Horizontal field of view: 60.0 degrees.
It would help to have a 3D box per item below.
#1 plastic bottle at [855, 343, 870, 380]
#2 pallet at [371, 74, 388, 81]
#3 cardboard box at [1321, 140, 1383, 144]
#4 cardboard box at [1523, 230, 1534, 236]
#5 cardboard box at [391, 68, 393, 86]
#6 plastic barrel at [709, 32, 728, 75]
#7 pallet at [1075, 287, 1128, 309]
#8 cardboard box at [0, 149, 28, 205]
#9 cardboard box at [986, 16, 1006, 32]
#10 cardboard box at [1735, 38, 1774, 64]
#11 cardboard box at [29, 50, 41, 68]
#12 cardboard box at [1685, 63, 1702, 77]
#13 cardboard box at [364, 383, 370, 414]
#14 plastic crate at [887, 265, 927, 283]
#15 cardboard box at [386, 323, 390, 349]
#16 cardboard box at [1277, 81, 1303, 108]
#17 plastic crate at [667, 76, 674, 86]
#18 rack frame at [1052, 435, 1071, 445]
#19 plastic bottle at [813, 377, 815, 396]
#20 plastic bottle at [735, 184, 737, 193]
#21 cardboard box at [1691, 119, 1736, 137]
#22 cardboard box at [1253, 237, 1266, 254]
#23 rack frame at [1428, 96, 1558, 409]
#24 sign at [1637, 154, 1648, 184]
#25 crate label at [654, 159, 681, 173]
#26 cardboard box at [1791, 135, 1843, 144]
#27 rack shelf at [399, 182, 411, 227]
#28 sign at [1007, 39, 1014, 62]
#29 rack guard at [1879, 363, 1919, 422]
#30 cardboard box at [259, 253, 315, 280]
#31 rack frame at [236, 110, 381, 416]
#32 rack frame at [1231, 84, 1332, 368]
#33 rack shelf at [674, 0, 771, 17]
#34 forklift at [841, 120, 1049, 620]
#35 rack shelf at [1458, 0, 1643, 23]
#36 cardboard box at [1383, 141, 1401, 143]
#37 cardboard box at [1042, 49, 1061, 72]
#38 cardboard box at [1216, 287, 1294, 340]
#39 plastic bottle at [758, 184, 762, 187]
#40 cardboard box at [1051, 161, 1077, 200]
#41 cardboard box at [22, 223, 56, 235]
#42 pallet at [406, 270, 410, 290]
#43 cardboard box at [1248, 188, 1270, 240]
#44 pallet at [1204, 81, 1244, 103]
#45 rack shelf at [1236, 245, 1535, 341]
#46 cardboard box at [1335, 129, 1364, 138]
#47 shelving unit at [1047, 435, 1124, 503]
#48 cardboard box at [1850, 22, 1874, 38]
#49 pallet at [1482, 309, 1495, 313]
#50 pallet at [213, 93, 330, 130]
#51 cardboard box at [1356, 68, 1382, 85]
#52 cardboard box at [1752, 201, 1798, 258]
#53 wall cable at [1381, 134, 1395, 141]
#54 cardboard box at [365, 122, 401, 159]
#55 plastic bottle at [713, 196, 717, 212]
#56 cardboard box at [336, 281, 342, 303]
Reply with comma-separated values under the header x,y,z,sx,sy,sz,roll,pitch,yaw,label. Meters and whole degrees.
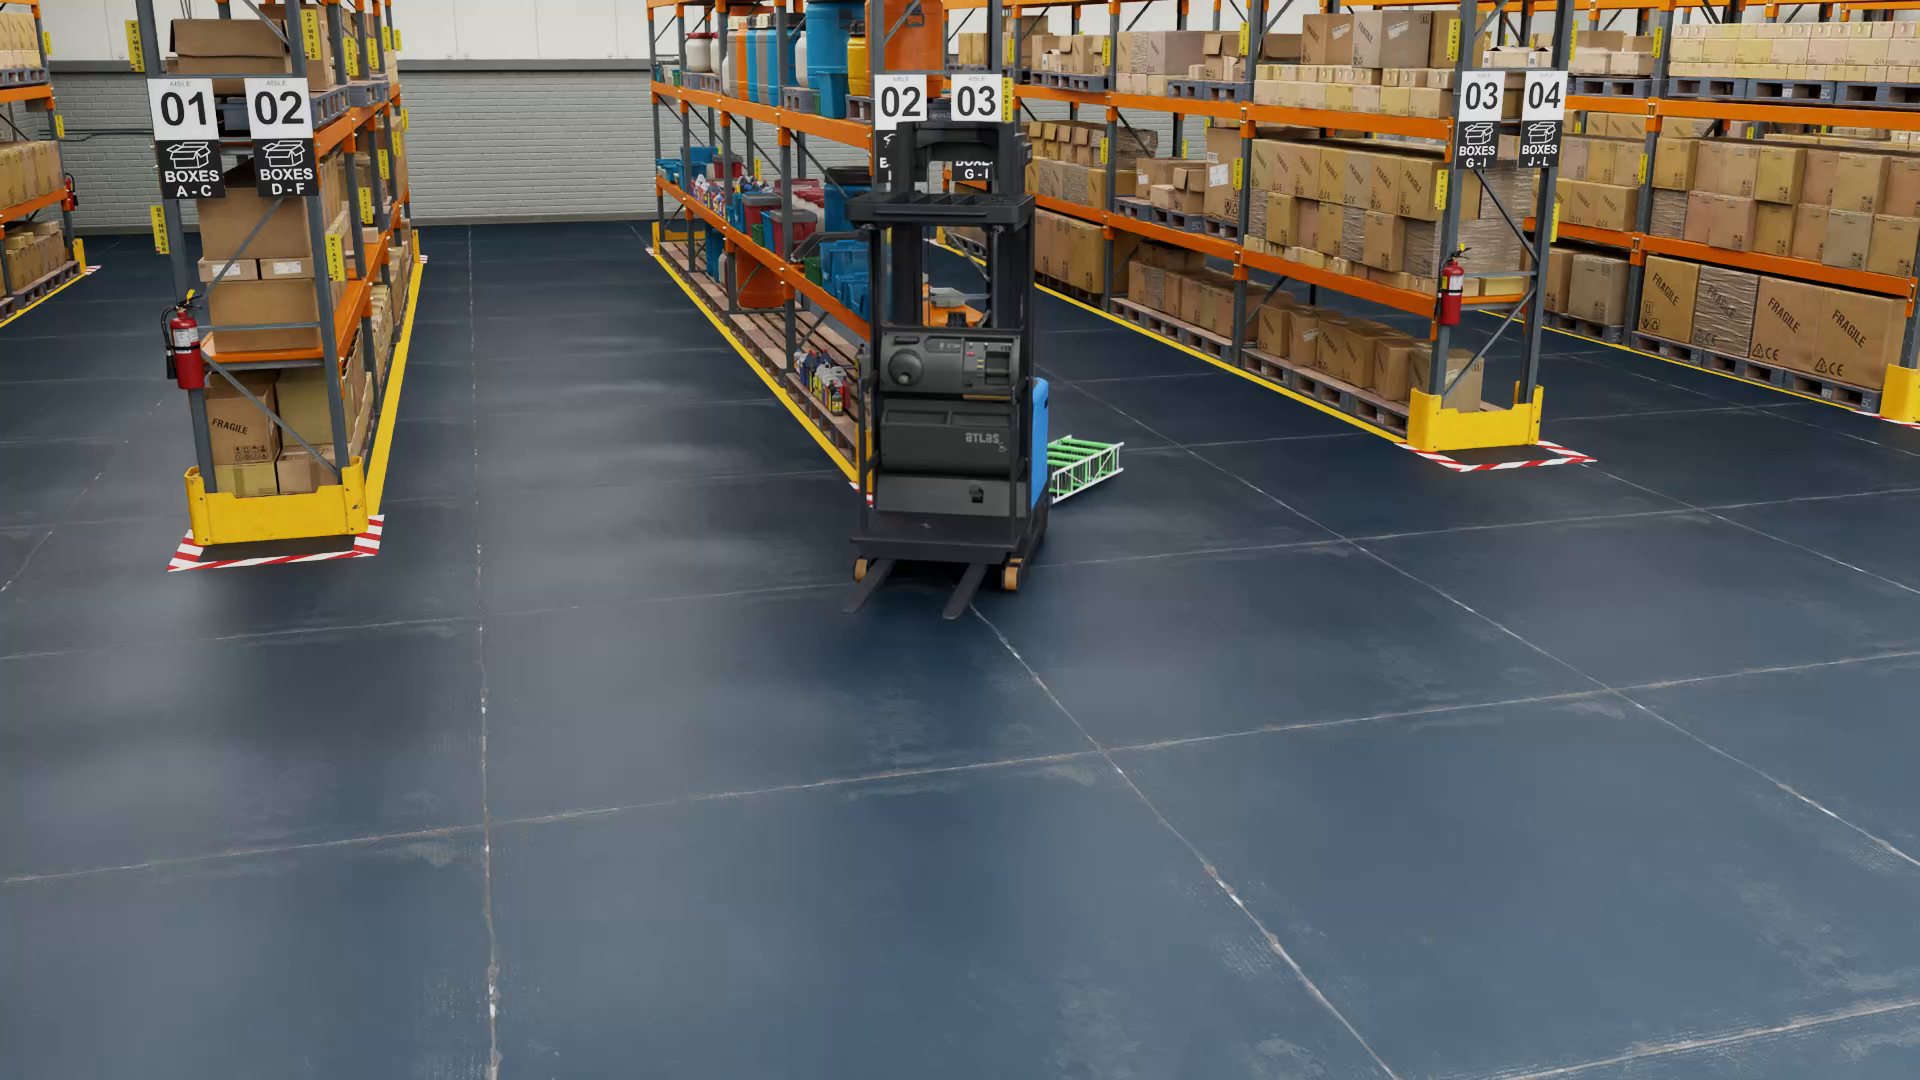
x,y,z,sx,sy,sz,roll,pitch,yaw,label
-0.960,-1.766,16.457,0.144,0.351,0.185,-5,17,-15,plastic bottle
-8.126,-5.974,21.738,1.213,0.211,1.003,-5,17,-15,pallet
4.014,-3.811,16.995,0.500,0.500,0.500,-5,17,-15,cardboard box
7.265,-3.801,22.573,1.050,0.750,0.750,-5,17,-16,cardboard box
-8.544,-6.747,24.246,0.500,0.250,0.500,-5,17,-15,cardboard box
-3.007,-6.278,21.459,0.433,0.535,0.433,0,17,0,plastic barrel
2.243,-3.377,22.829,1.003,0.211,1.213,-5,17,-15,pallet
-13.328,-4.918,22.588,0.980,0.700,0.700,-5,17,-17,cardboard box
0.734,-8.235,26.557,0.500,0.250,0.500,-5,18,-17,cardboard box
8.428,-5.066,17.230,0.500,0.250,0.500,-5,17,-16,cardboard box
-13.643,-6.959,24.048,0.500,0.250,0.500,-4,17,-14,cardboard box
8.130,-5.113,18.078,0.380,0.149,0.250,-5,17,-15,cardboard box
-5.574,-1.234,14.897,0.500,0.250,0.500,-5,17,-15,cardboard box
-0.586,-2.435,15.304,0.530,0.136,0.437,-5,17,-15,plastic crate
-6.479,-2.183,18.055,0.500,0.250,0.500,-4,17,-14,cardboard box
3.514,-4.456,16.621,0.500,0.250,0.500,-5,17,-16,cardboard box
-4.190,-6.836,24.739,0.293,0.136,0.466,-5,17,-15,plastic crate
0.614,-0.619,13.500,0.015,0.240,1.200,10,19,30,rack frame
-1.346,-1.473,15.741,0.097,0.201,0.097,0,17,0,plastic bottle
-3.170,-5.010,23.762,0.097,0.201,0.097,0,17,0,plastic bottle
11.373,-6.063,25.009,0.500,0.500,0.500,-4,17,-14,cardboard box
3.313,-3.109,17.524,0.380,0.149,0.250,-5,17,-15,cardboard box
4.586,-2.276,14.315,1.000,3.000,0.127,-5,17,-15,rack frame
7.764,-4.218,18.904,0.100,0.325,0.005,-5,17,-15,sign
-4.822,-6.164,27.446,0.416,0.233,0.303,-5,17,-15,crate label
11.967,-5.377,23.219,0.500,0.500,0.500,-4,17,-12,cardboard box
-8.787,-5.022,24.706,1.077,0.370,4.000,-5,17,-15,rack shelf
0.755,-7.273,24.700,0.100,0.325,0.005,-5,17,-15,sign
9.389,-1.436,15.865,1.175,0.500,0.348,-5,17,-15,rack guard
-4.841,-1.978,12.021,0.380,0.149,0.250,-5,17,-16,cardboard box
-6.039,-2.600,15.394,1.000,3.000,0.127,-5,17,-15,rack frame
3.487,-3.382,17.998,1.000,3.000,0.127,-5,17,-15,rack frame
-2.925,-6.988,21.518,1.077,0.370,4.000,-5,17,-15,rack shelf
-0.100,-1.179,10.783,1.130,2.935,3.031,3,17,10,forklift
10.267,-9.269,29.113,1.077,0.370,4.000,-5,17,-15,rack shelf
6.599,-6.011,25.422,0.380,0.149,0.250,-5,17,-15,cardboard box
1.503,-6.880,23.852,0.500,0.311,0.500,-5,18,-17,cardboard box
3.339,-2.567,18.866,0.700,0.500,0.500,-6,18,-20,cardboard box
-2.715,-4.719,22.663,0.152,0.276,0.135,-5,17,-15,plastic bottle
1.597,-5.076,23.463,0.500,0.500,0.500,-4,17,-14,cardboard box
-13.529,-4.564,24.419,0.380,0.149,0.250,-4,17,-14,cardboard box
-8.426,-3.668,23.795,1.003,0.211,1.213,-5,17,-15,pallet
3.551,-3.443,17.510,0.875,0.500,0.500,-5,17,-15,cardboard box
3.419,-4.908,18.190,1.213,0.211,1.003,-5,17,-15,pallet
4.036,-2.485,16.260,1.077,0.370,4.000,-5,17,-15,rack shelf
6.195,-6.773,26.856,0.500,0.500,0.500,-4,17,-14,cardboard box
0.822,-0.582,13.378,0.503,0.258,1.200,10,19,30,shelving unit
8.754,-4.865,15.868,0.380,0.149,0.250,-4,17,-14,cardboard box
7.328,-3.293,22.549,1.003,0.211,1.213,-5,17,-15,pallet
-5.109,-3.086,11.950,1.003,0.211,1.213,-5,17,-15,pallet
3.859,-4.244,15.221,0.380,0.149,0.250,-6,18,-18,cardboard box
8.846,-3.270,17.362,0.875,0.550,0.500,-5,17,-15,cardboard box
9.506,-9.645,37.081,0.588,1.984,0.122,-5,17,-15,wall cable
-8.380,-5.777,24.059,0.500,0.500,0.500,-5,17,-17,cardboard box
-3.161,-4.366,21.618,0.097,0.201,0.097,0,17,0,plastic bottle
-5.626,-2.241,14.026,0.700,0.500,0.500,-4,17,-14,cardboard box
